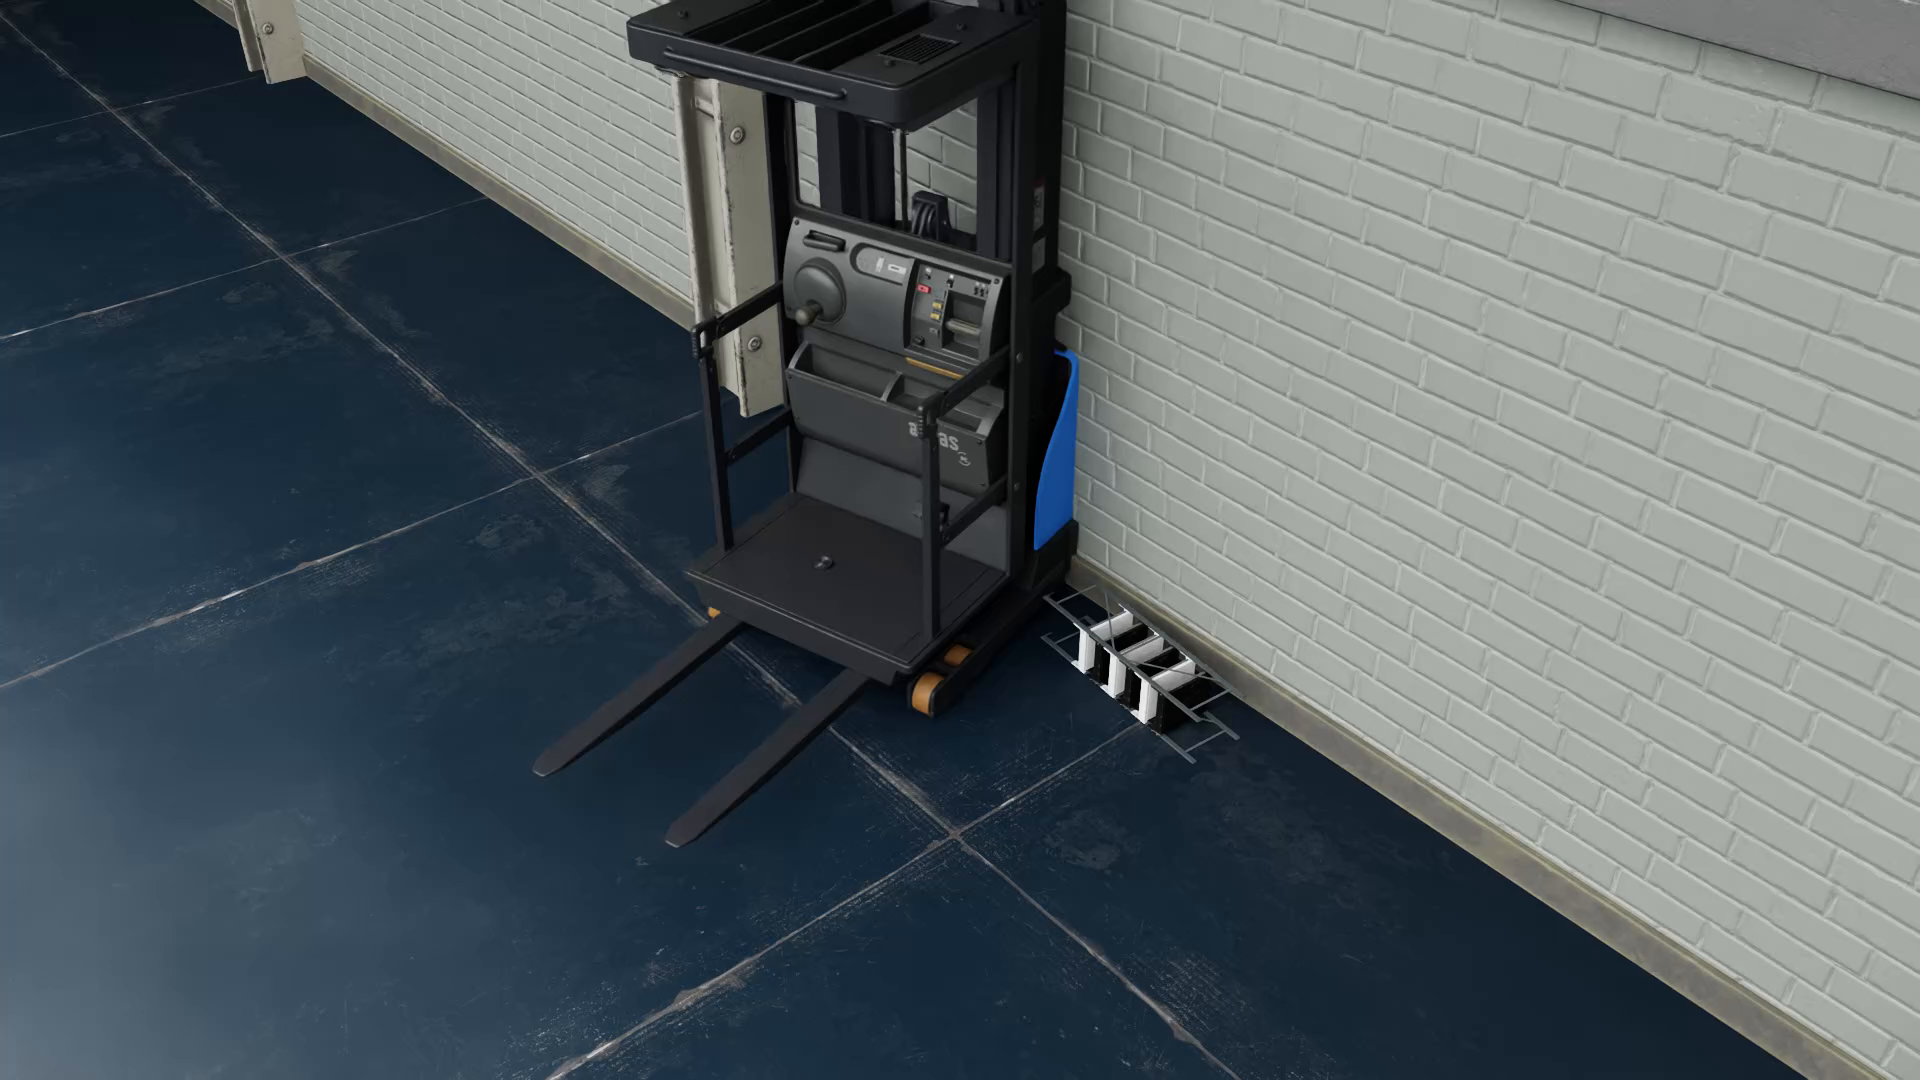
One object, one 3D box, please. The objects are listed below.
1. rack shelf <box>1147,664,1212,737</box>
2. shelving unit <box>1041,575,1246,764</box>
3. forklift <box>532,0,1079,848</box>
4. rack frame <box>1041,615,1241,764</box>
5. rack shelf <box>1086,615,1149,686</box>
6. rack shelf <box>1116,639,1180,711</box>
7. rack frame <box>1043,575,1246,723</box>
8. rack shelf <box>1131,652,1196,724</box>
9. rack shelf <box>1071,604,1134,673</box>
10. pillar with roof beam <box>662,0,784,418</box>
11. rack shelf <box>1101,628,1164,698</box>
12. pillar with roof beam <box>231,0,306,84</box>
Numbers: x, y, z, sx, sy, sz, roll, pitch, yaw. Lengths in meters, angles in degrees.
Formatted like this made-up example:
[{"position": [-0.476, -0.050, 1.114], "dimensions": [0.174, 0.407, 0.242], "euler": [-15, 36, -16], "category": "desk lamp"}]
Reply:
[{"position": [0.825, 0.594, 6.226], "dimensions": [0.258, 0.200, 0.077], "euler": [-23, 42, -29], "category": "rack shelf"}, {"position": [0.686, 0.482, 6.382], "dimensions": [0.258, 0.210, 0.900], "euler": [-23, 42, -29], "category": "shelving unit"}, {"position": [-0.369, -0.843, 5.904], "dimensions": [1.130, 2.935, 3.031], "euler": [21, 40, 27], "category": "forklift"}, {"position": [0.686, 0.564, 6.441], "dimensions": [0.240, 0.006, 0.900], "euler": [-23, 42, -29], "category": "rack frame"}, {"position": [0.614, 0.423, 6.463], "dimensions": [0.258, 0.200, 0.077], "euler": [-23, 42, -29], "category": "rack shelf"}, {"position": [0.720, 0.509, 6.344], "dimensions": [0.258, 0.200, 0.077], "euler": [-23, 42, -29], "category": "rack shelf"}, {"position": [0.687, 0.399, 6.322], "dimensions": [0.240, 0.006, 0.900], "euler": [-23, 42, -29], "category": "rack frame"}, {"position": [0.772, 0.551, 6.285], "dimensions": [0.258, 0.200, 0.077], "euler": [-23, 42, -29], "category": "rack shelf"}, {"position": [0.562, 0.380, 6.522], "dimensions": [0.258, 0.200, 0.077], "euler": [-23, 42, -29], "category": "rack shelf"}, {"position": [-4.339, -2.804, 3.423], "dimensions": [9.100, 9.000, 0.400], "euler": [-26, 43, -32], "category": "pillar with roof beam"}, {"position": [0.667, 0.466, 6.403], "dimensions": [0.258, 0.200, 0.077], "euler": [-23, 42, -29], "category": "rack shelf"}, {"position": [-8.211, -5.453, 7.164], "dimensions": [9.100, 9.000, 0.400], "euler": [-26, 43, -32], "category": "pillar with roof beam"}]
